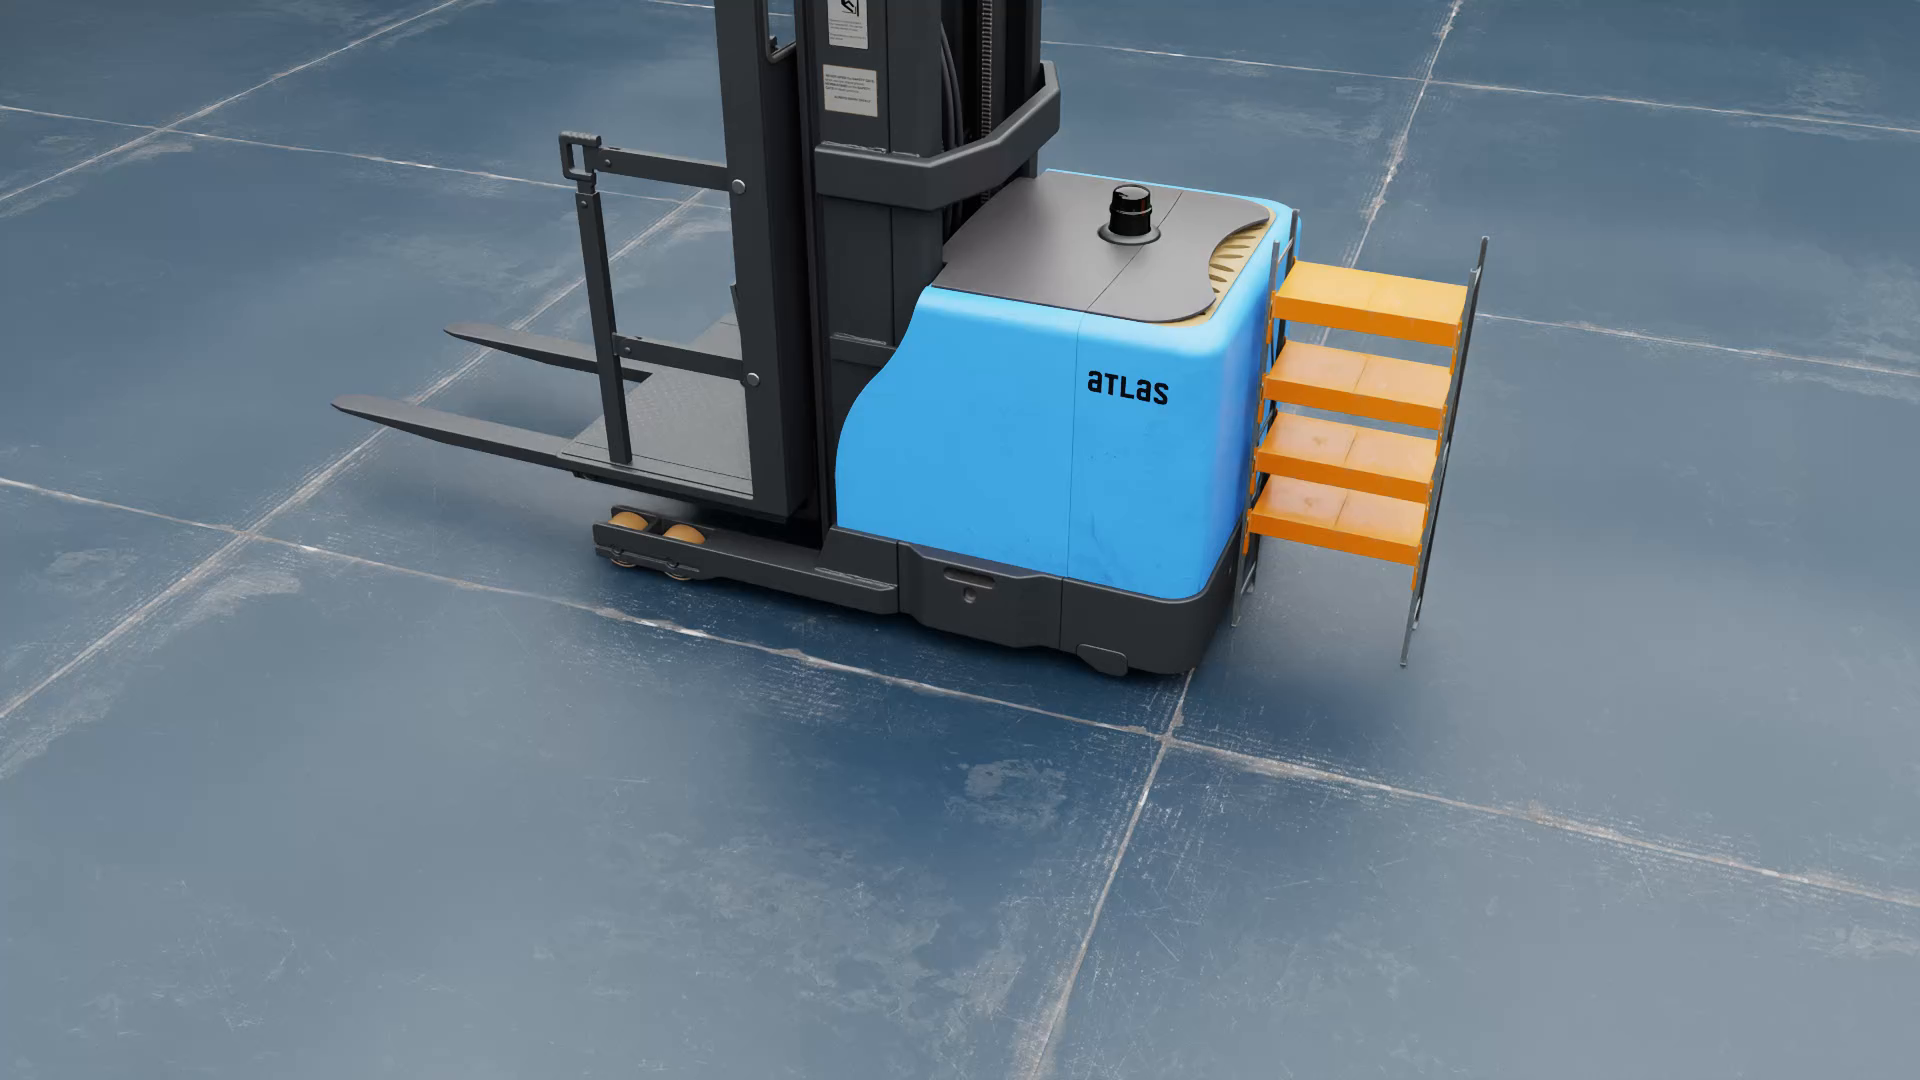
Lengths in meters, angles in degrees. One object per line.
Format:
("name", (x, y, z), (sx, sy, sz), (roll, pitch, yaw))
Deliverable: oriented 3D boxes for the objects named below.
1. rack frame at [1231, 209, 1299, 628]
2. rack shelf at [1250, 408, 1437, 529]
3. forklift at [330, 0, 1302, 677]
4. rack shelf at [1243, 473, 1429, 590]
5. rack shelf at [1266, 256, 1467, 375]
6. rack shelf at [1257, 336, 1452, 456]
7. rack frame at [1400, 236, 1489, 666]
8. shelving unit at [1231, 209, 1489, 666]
("rack frame", (0.844, -0.309, 4.622), (0.015, 1.200, 0.240), (12, 35, 18))
("rack shelf", (1.069, -0.203, 4.582), (0.480, 0.148, 0.258), (12, 35, 18))
("forklift", (-0.576, -1.359, 4.652), (3.031, 2.935, 1.130), (12, 35, 18))
("rack shelf", (1.069, -0.036, 4.689), (0.480, 0.148, 0.258), (12, 35, 18))
("rack shelf", (1.069, -0.589, 4.332), (0.480, 0.148, 0.258), (12, 35, 18))
("rack shelf", (1.069, -0.390, 4.460), (0.480, 0.148, 0.258), (12, 35, 18))
("rack frame", (1.295, -0.209, 4.468), (0.015, 1.200, 0.240), (12, 35, 18))
("shelving unit", (1.069, -0.259, 4.545), (0.503, 1.200, 0.258), (12, 35, 18))
